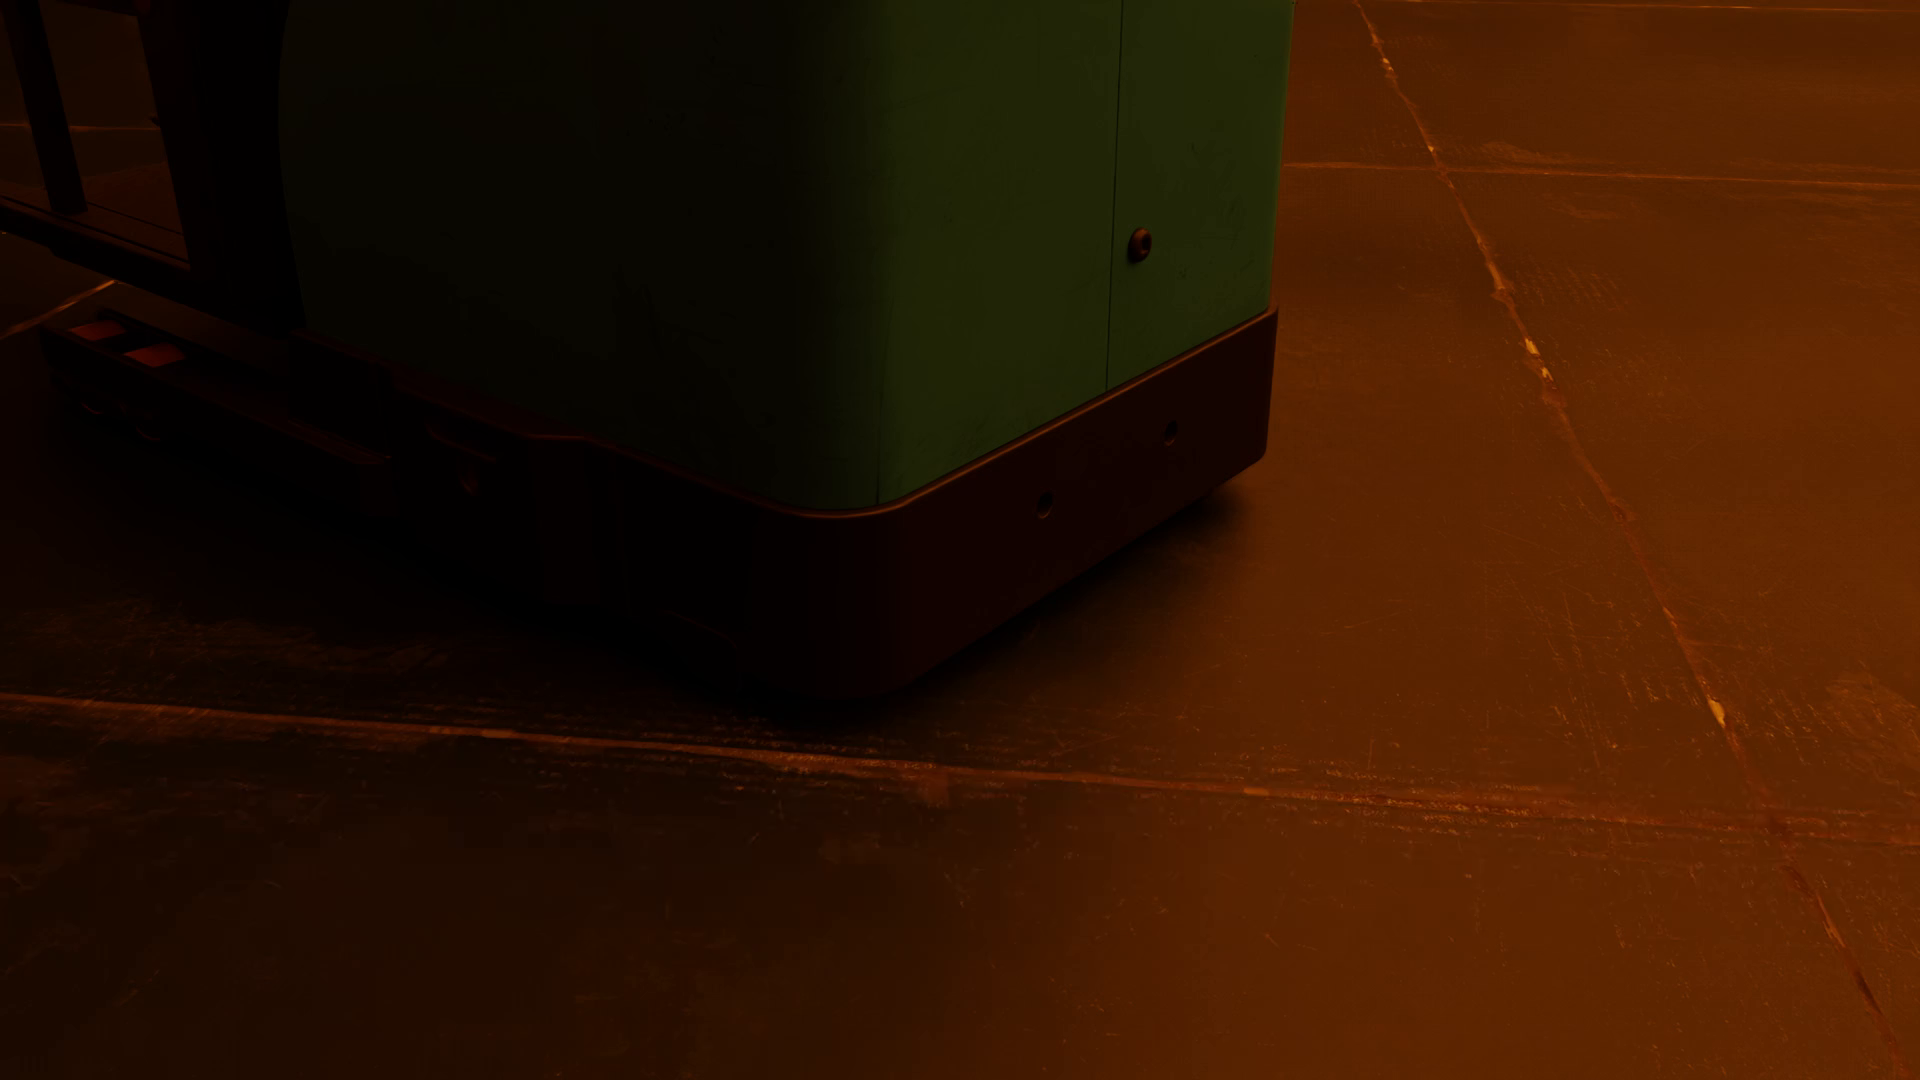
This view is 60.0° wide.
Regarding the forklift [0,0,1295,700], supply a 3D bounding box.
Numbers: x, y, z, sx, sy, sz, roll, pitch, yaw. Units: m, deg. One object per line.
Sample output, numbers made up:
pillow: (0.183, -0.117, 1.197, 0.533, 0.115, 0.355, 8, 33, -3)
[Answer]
forklift: (-0.985, -1.642, 2.509, 3.031, 2.935, 1.130, 20, 32, 34)
